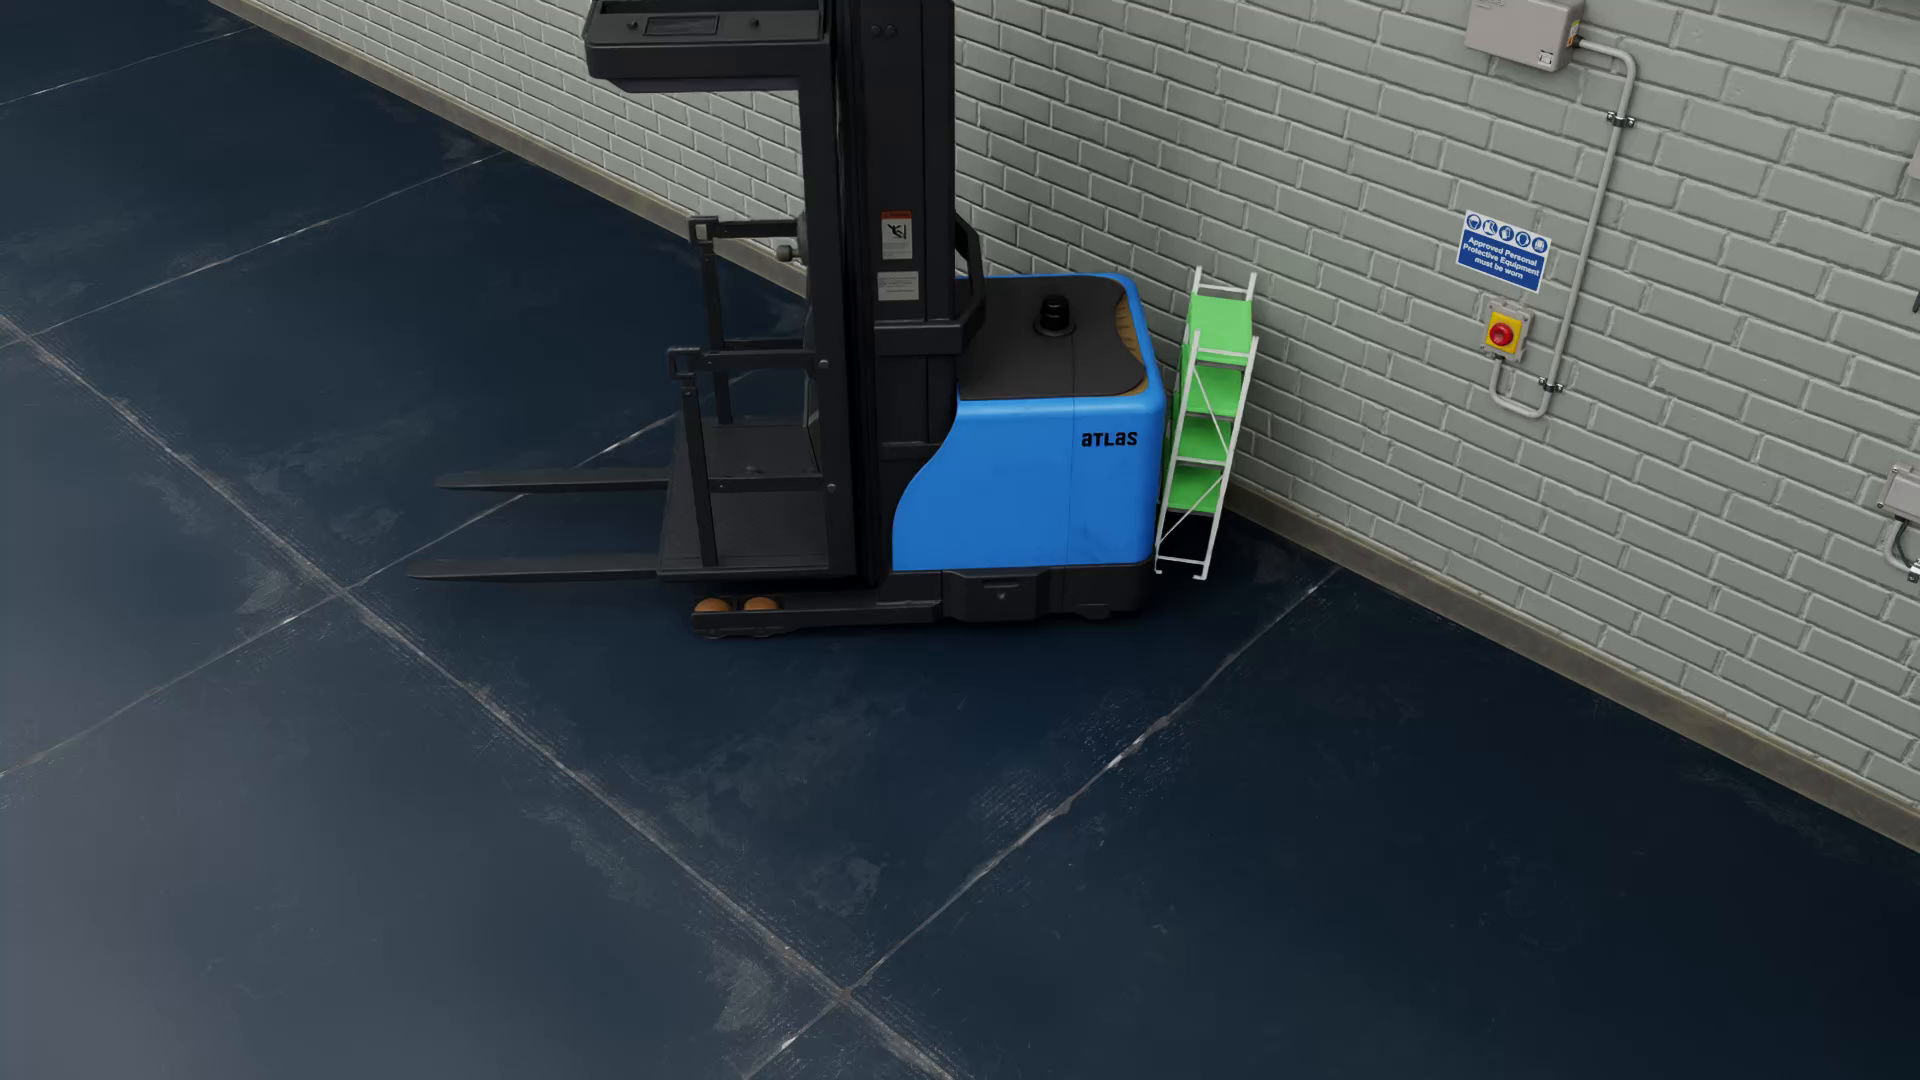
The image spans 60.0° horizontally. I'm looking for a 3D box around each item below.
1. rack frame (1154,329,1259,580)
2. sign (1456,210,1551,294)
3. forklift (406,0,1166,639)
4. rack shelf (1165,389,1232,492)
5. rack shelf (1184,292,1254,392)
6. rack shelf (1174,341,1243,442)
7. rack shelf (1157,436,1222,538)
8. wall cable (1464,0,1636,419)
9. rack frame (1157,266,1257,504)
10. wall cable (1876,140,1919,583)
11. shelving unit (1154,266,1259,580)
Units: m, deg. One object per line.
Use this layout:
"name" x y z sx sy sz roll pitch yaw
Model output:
"rack frame" 0.967 -0.316 6.669 0.240 1.200 0.015 8 39 3
"sign" 1.929 -1.026 5.913 0.327 0.218 0.001 30 47 32
"forklift" -0.744 -1.084 6.259 3.031 2.935 1.130 -2 39 -2
"rack shelf" 0.992 -0.417 6.899 0.258 0.148 0.480 8 39 3
"rack shelf" 1.027 -0.789 6.597 0.258 0.148 0.480 8 39 3
"rack shelf" 1.009 -0.603 6.748 0.258 0.148 0.480 8 39 3
"rack shelf" 0.974 -0.231 7.049 0.258 0.148 0.480 8 39 3
"wall cable" 1.923 -1.282 5.610 0.585 1.953 0.123 30 47 32
"rack frame" 1.026 -0.617 7.048 0.240 1.200 0.015 8 39 3
"wall cable" 2.978 -0.679 4.878 0.588 1.984 0.122 30 47 32
"shelving unit" 0.996 -0.466 6.858 0.258 1.200 0.503 8 39 3
